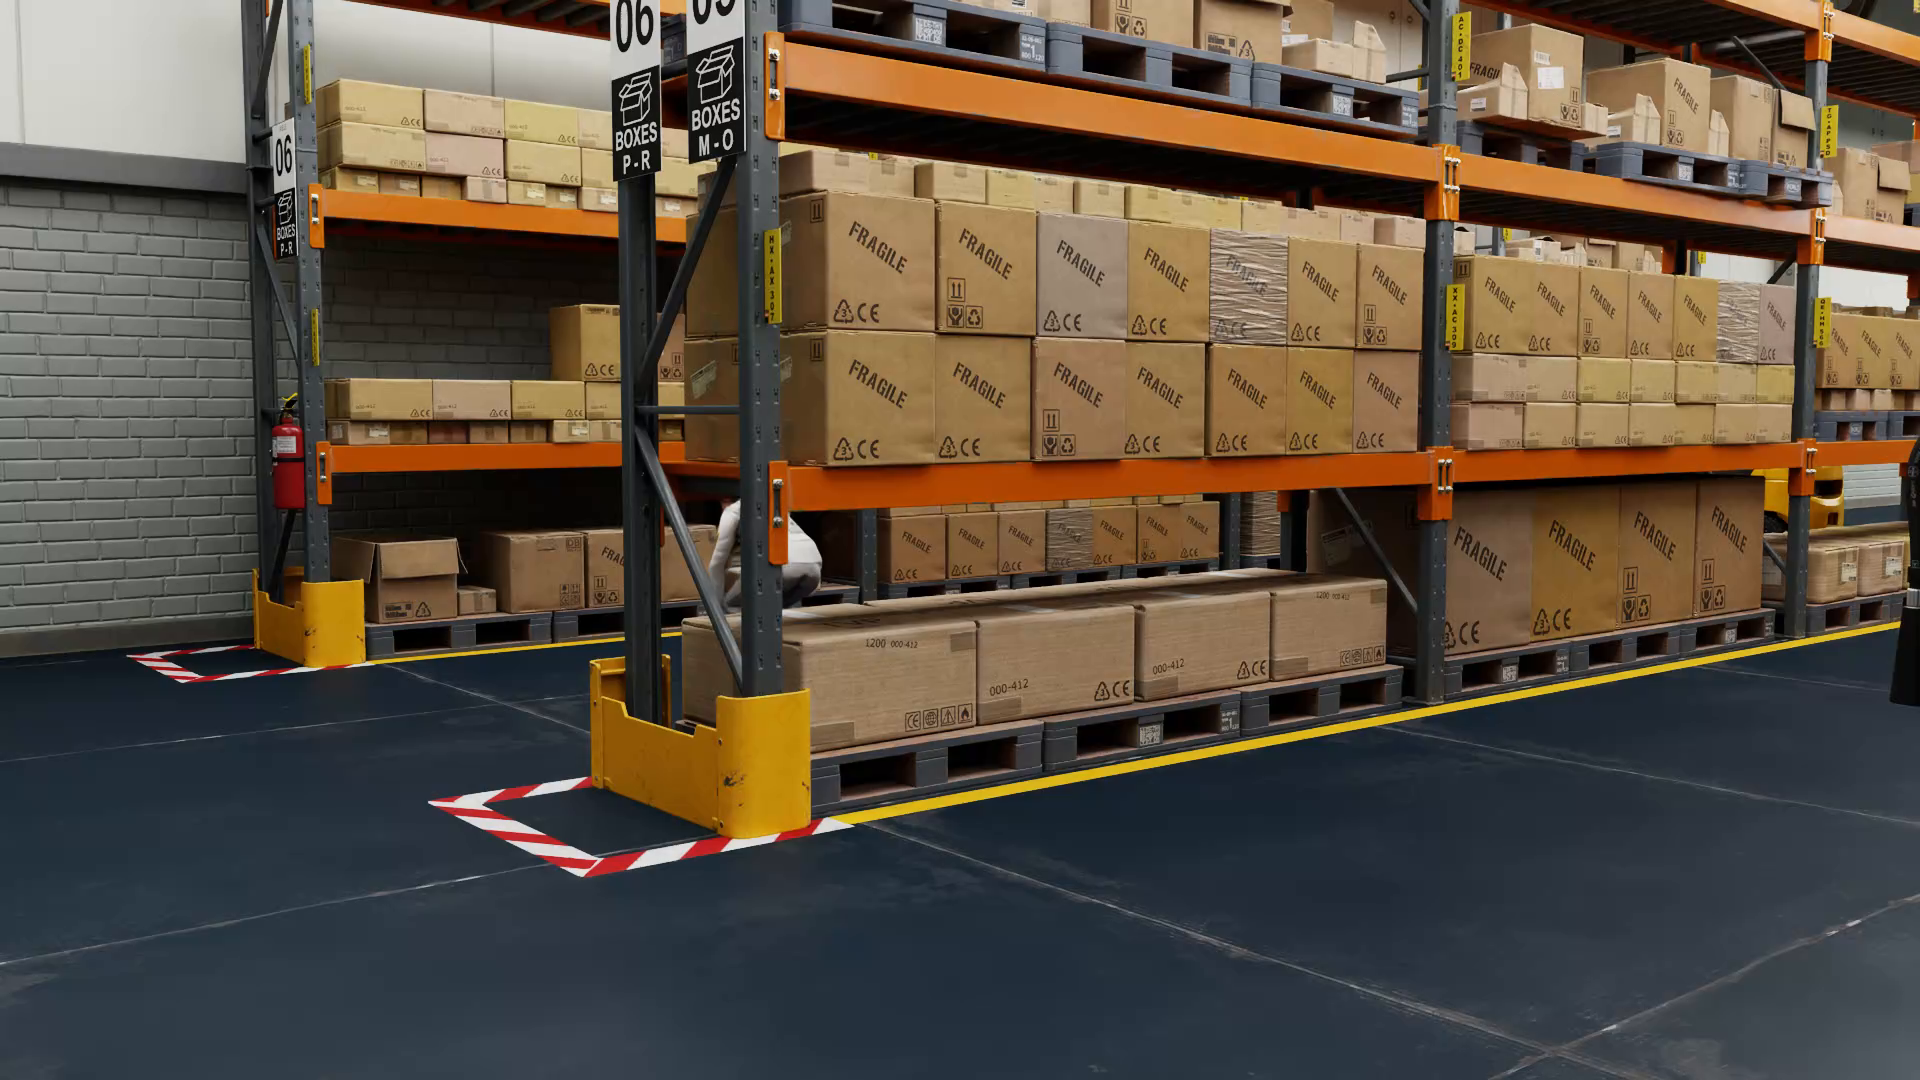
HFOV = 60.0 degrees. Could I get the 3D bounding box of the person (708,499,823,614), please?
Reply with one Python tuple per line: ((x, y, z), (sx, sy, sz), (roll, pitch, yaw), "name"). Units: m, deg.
((-1.151, 0.196, 9.569), (0.518, 1.154, 0.804), (-4, 6, -39), "person")
